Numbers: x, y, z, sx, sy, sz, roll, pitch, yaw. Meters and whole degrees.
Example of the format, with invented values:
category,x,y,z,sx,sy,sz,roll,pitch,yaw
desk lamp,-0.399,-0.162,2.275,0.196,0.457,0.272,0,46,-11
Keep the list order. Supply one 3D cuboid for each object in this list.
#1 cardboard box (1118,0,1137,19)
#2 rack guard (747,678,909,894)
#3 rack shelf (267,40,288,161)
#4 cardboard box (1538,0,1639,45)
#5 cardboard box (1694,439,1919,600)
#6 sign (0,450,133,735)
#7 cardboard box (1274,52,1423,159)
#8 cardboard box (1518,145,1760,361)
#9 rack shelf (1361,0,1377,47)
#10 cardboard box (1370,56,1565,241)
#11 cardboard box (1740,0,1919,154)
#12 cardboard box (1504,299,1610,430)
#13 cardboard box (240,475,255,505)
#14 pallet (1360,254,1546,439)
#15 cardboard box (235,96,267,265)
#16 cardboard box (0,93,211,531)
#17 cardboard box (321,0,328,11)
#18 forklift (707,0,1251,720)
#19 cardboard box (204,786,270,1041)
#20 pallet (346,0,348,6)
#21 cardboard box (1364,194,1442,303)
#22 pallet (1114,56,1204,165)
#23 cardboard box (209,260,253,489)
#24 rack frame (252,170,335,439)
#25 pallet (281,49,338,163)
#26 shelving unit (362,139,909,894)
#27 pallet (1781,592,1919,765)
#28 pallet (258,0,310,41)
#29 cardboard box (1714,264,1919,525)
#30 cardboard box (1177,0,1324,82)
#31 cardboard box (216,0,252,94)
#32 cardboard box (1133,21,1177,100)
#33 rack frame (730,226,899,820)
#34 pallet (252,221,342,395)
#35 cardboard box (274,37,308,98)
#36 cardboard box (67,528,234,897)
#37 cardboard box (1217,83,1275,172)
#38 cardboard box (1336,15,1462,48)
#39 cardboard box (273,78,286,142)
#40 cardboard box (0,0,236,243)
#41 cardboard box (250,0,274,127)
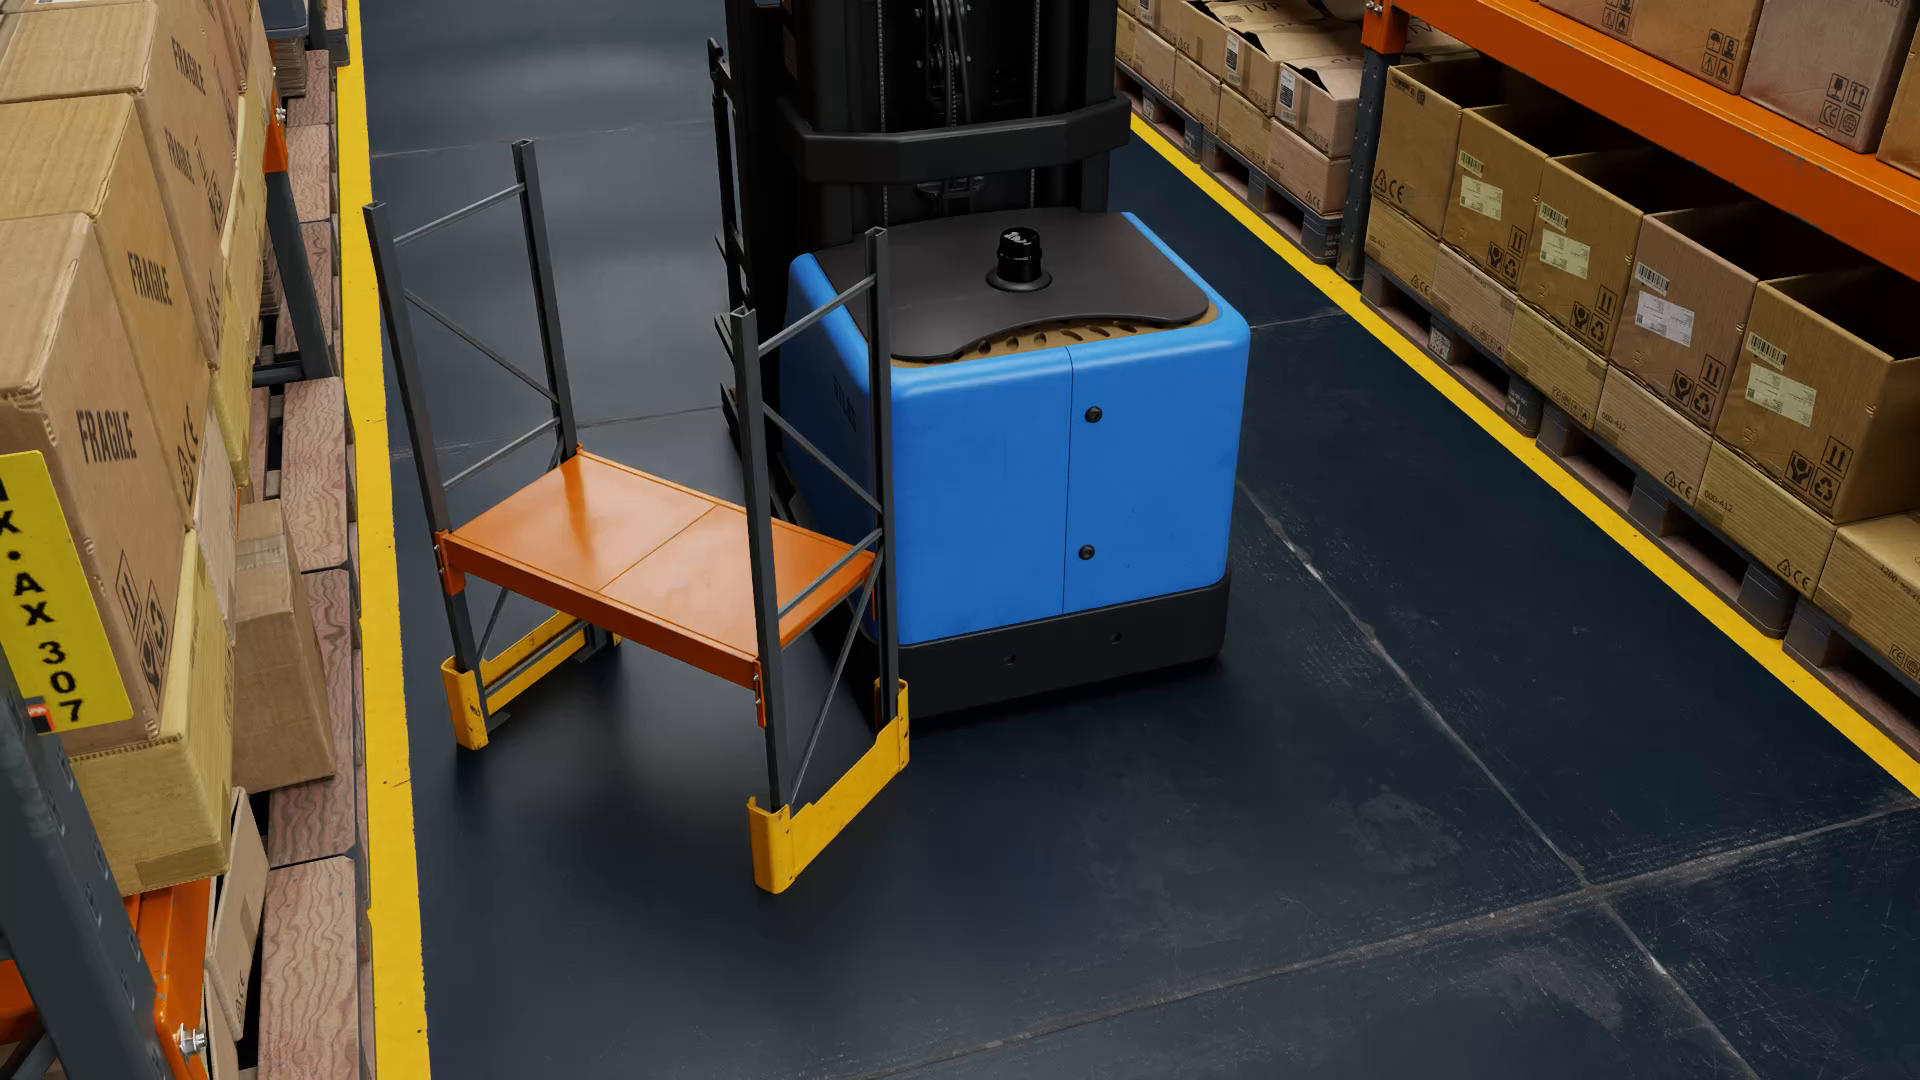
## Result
category,x,y,z,sx,sy,sz,roll,pitch,yaw
cardboard box,1.041,-2.918,8.550,0.500,0.311,0.500,-11,35,-16
rack guard,-0.314,0.595,4.122,0.087,0.250,0.587,19,38,26
rack shelf,-3.267,-2.338,6.720,1.077,0.370,4.000,-10,35,-15
cardboard box,2.368,-1.957,5.400,0.700,0.500,0.500,-10,35,-15
cardboard box,2.517,-0.106,4.802,0.500,0.250,0.500,-10,35,-15
sign,-0.920,0.059,1.654,0.100,0.325,0.005,-10,35,-15
cardboard box,1.663,-1.850,6.933,0.500,0.311,0.500,-10,35,-15
cardboard box,2.208,-0.943,5.389,0.500,0.500,0.500,-10,35,-15
rack shelf,1.450,-3.173,7.984,1.077,0.370,4.000,-10,35,-15
cardboard box,1.903,-1.468,6.184,0.500,0.500,0.500,-10,35,-15
cardboard box,2.675,-1.424,4.594,0.700,0.500,0.500,-9,35,-13
cardboard box,2.208,-0.630,5.596,0.500,0.250,0.500,-10,35,-15
cardboard box,-2.302,-0.191,4.686,0.500,0.500,0.500,-13,35,-18
pallet,2.262,-0.835,6.322,1.003,0.211,1.213,-10,35,-15
cardboard box,-1.911,-0.812,3.876,0.500,0.250,0.500,-10,35,-15
cardboard box,-1.437,-0.309,2.435,0.500,0.500,0.500,-10,35,-15
cardboard box,-3.976,-3.375,9.205,0.750,0.750,0.750,-10,35,-15
forklift,-0.195,-1.553,4.942,1.130,2.935,3.031,-10,35,-15
cardboard box,-1.736,0.772,3.400,0.500,0.311,0.500,-7,34,-11
pallet,-4.414,-3.591,10.493,1.003,0.211,1.213,-10,35,-15
cardboard box,1.912,-1.157,6.393,0.500,0.250,0.500,-10,35,-15
pallet,1.422,-2.282,8.512,1.003,0.211,1.213,-10,35,-15
cardboard box,-1.605,-0.282,3.074,0.500,0.250,0.500,-11,35,-15
rack frame,-2.657,-1.588,4.933,1.000,3.000,0.127,-10,35,-15
pallet,-3.640,-2.114,8.258,1.003,0.211,1.213,-10,35,-15
shelving unit,-0.738,-0.070,3.996,1.083,1.500,0.587,19,38,26
pallet,3.007,0.446,4.384,1.003,0.211,1.213,-10,35,-15
pallet,-2.751,-1.934,5.630,1.003,0.211,1.213,-10,35,-15
cardboard box,2.514,-0.418,4.595,0.500,0.500,0.500,-10,35,-15
cardboard box,1.348,-2.384,7.742,0.500,0.311,0.500,-10,35,-15
cardboard box,-2.060,-1.390,4.070,0.500,0.500,0.500,-10,35,-15
cardboard box,1.194,-2.422,8.308,0.500,0.250,0.500,-9,35,-14
rack frame,-0.298,0.079,3.769,0.032,1.500,0.500,19,38,26
pallet,-2.896,-0.833,6.320,1.003,0.211,1.213,-10,35,-15
cardboard box,-3.608,-2.460,8.120,0.700,0.500,0.500,-10,35,-14
cardboard box,-1.283,0.257,2.259,0.500,0.250,0.500,-11,35,-16
cardboard box,1.505,-1.886,7.497,0.500,0.250,0.500,-11,35,-15
cardboard box,2.023,-2.208,7.475,0.500,0.311,0.500,-10,35,-15
cardboard box,-3.383,-1.914,7.293,0.700,0.500,0.500,-10,35,-15
cardboard box,-1.758,-0.850,3.254,0.500,0.500,0.500,-9,34,-13
cardboard box,-2.224,-1.336,4.669,0.500,0.250,0.500,-10,35,-15
